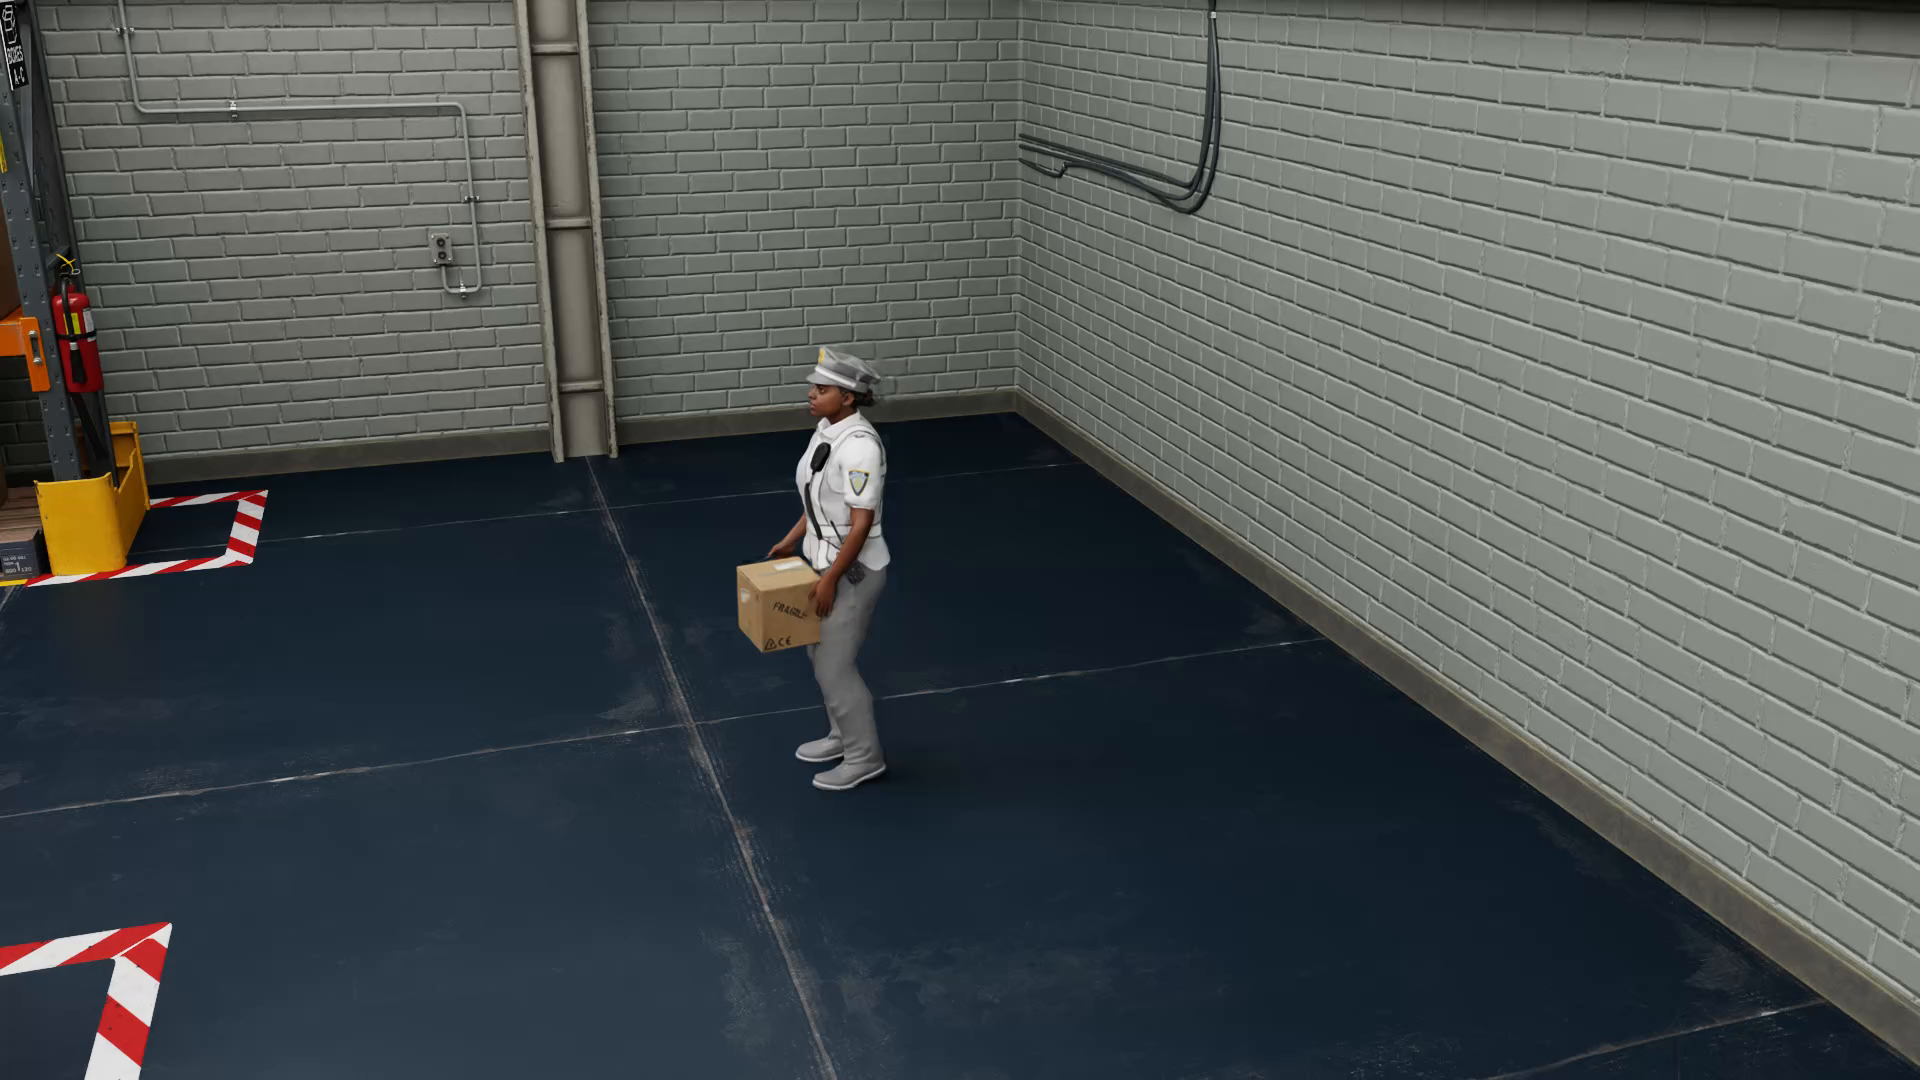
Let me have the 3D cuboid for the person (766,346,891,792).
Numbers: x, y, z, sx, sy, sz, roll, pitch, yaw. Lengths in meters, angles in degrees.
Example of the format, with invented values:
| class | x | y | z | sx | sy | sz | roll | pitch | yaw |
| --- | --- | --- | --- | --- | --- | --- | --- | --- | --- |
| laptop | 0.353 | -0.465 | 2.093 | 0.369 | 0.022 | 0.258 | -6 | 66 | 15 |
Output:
| class | x | y | z | sx | sy | sz | roll | pitch | yaw |
| --- | --- | --- | --- | --- | --- | --- | --- | --- | --- |
| person | -0.478 | 0.111 | 6.215 | 0.428 | 1.701 | 0.527 | -6 | 20 | -16 |
